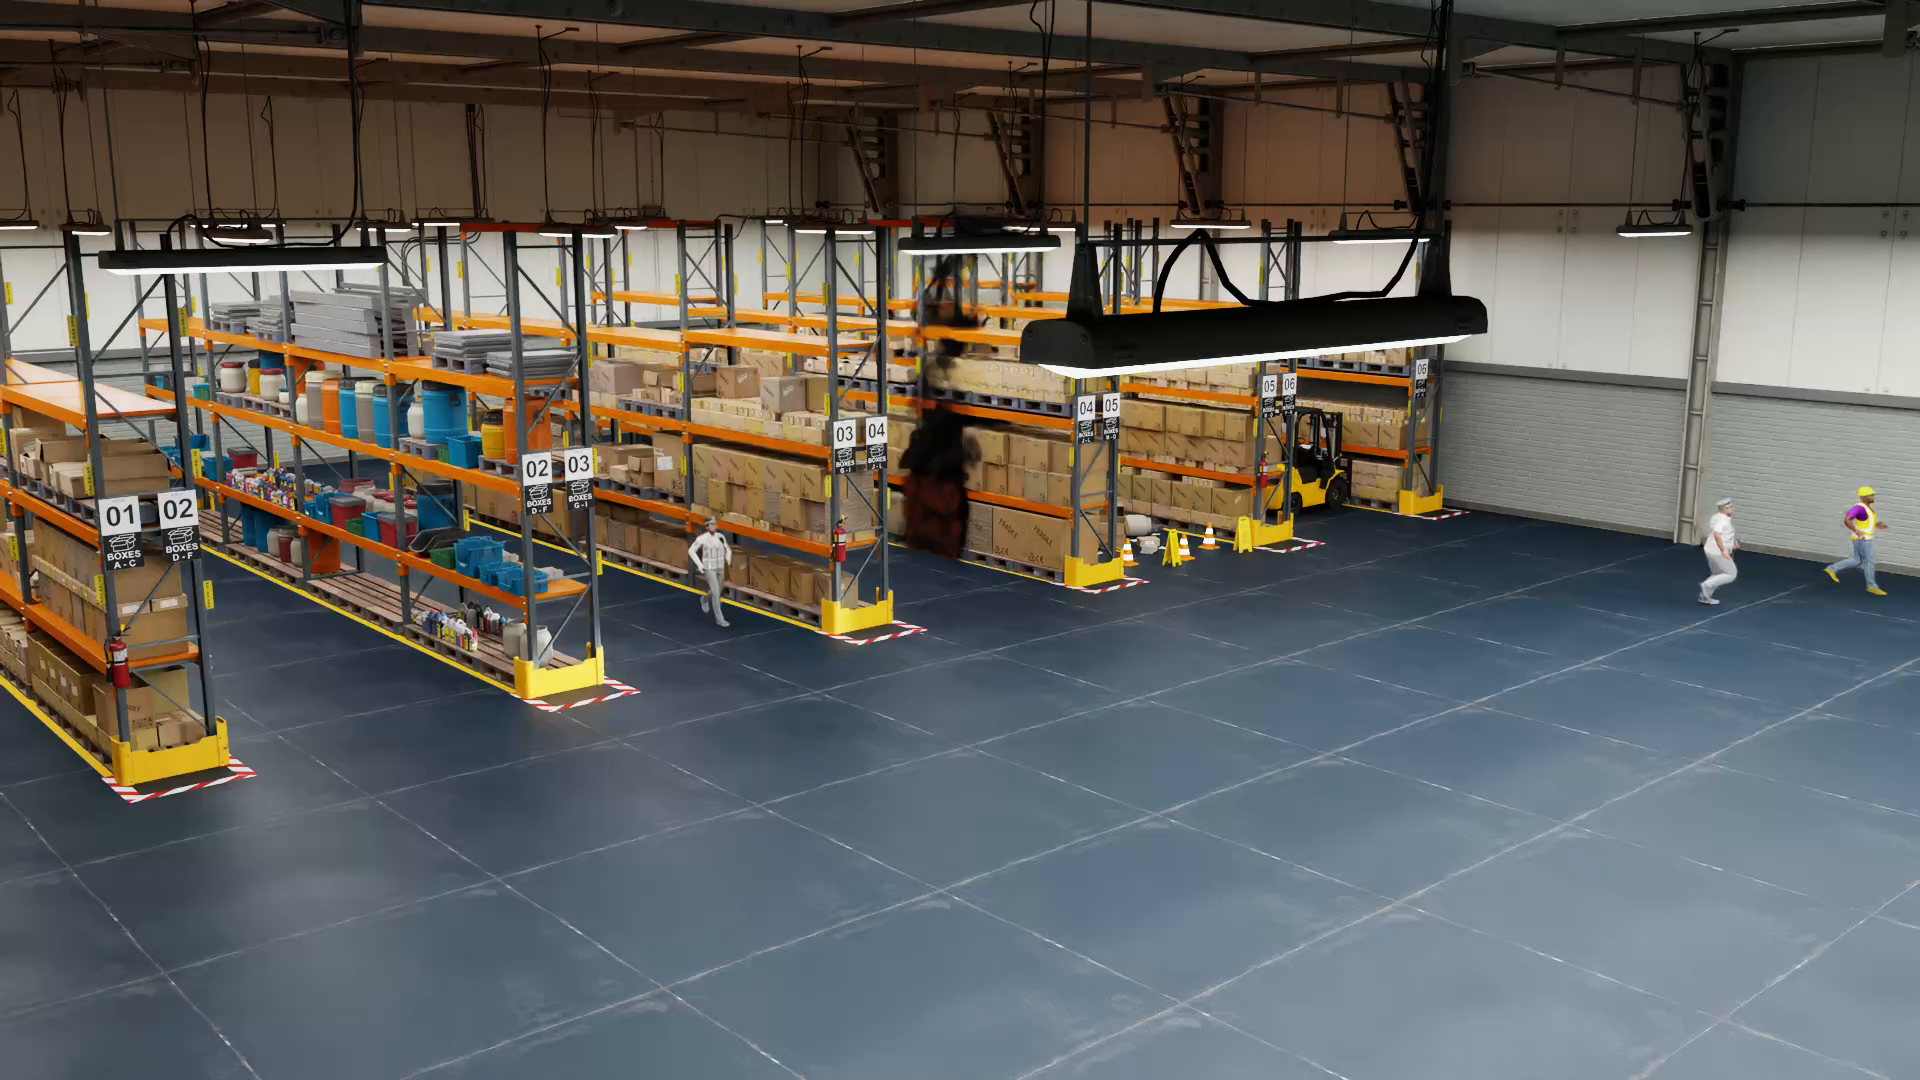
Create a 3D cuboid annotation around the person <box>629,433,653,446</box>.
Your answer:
[{"bbox_3d":[-7.985,-2.890,41.535,1.064,1.764,0.693,-11,16,-44],"label":"person"}]

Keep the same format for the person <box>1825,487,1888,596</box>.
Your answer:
[{"bbox_3d":[14.864,-0.009,27.448,0.968,1.773,0.700,7,14,32],"label":"person"}]

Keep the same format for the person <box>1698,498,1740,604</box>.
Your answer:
[{"bbox_3d":[12.188,0.182,26.604,0.631,1.726,0.653,1,11,6],"label":"person"}]

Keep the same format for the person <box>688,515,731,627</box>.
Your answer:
[{"bbox_3d":[-3.797,0.436,25.422,0.642,1.671,0.877,-9,15,-39],"label":"person"}]

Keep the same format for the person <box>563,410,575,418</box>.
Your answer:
[{"bbox_3d":[-9.499,-2.465,40.194,0.581,1.544,0.493,5,13,24],"label":"person"}]
